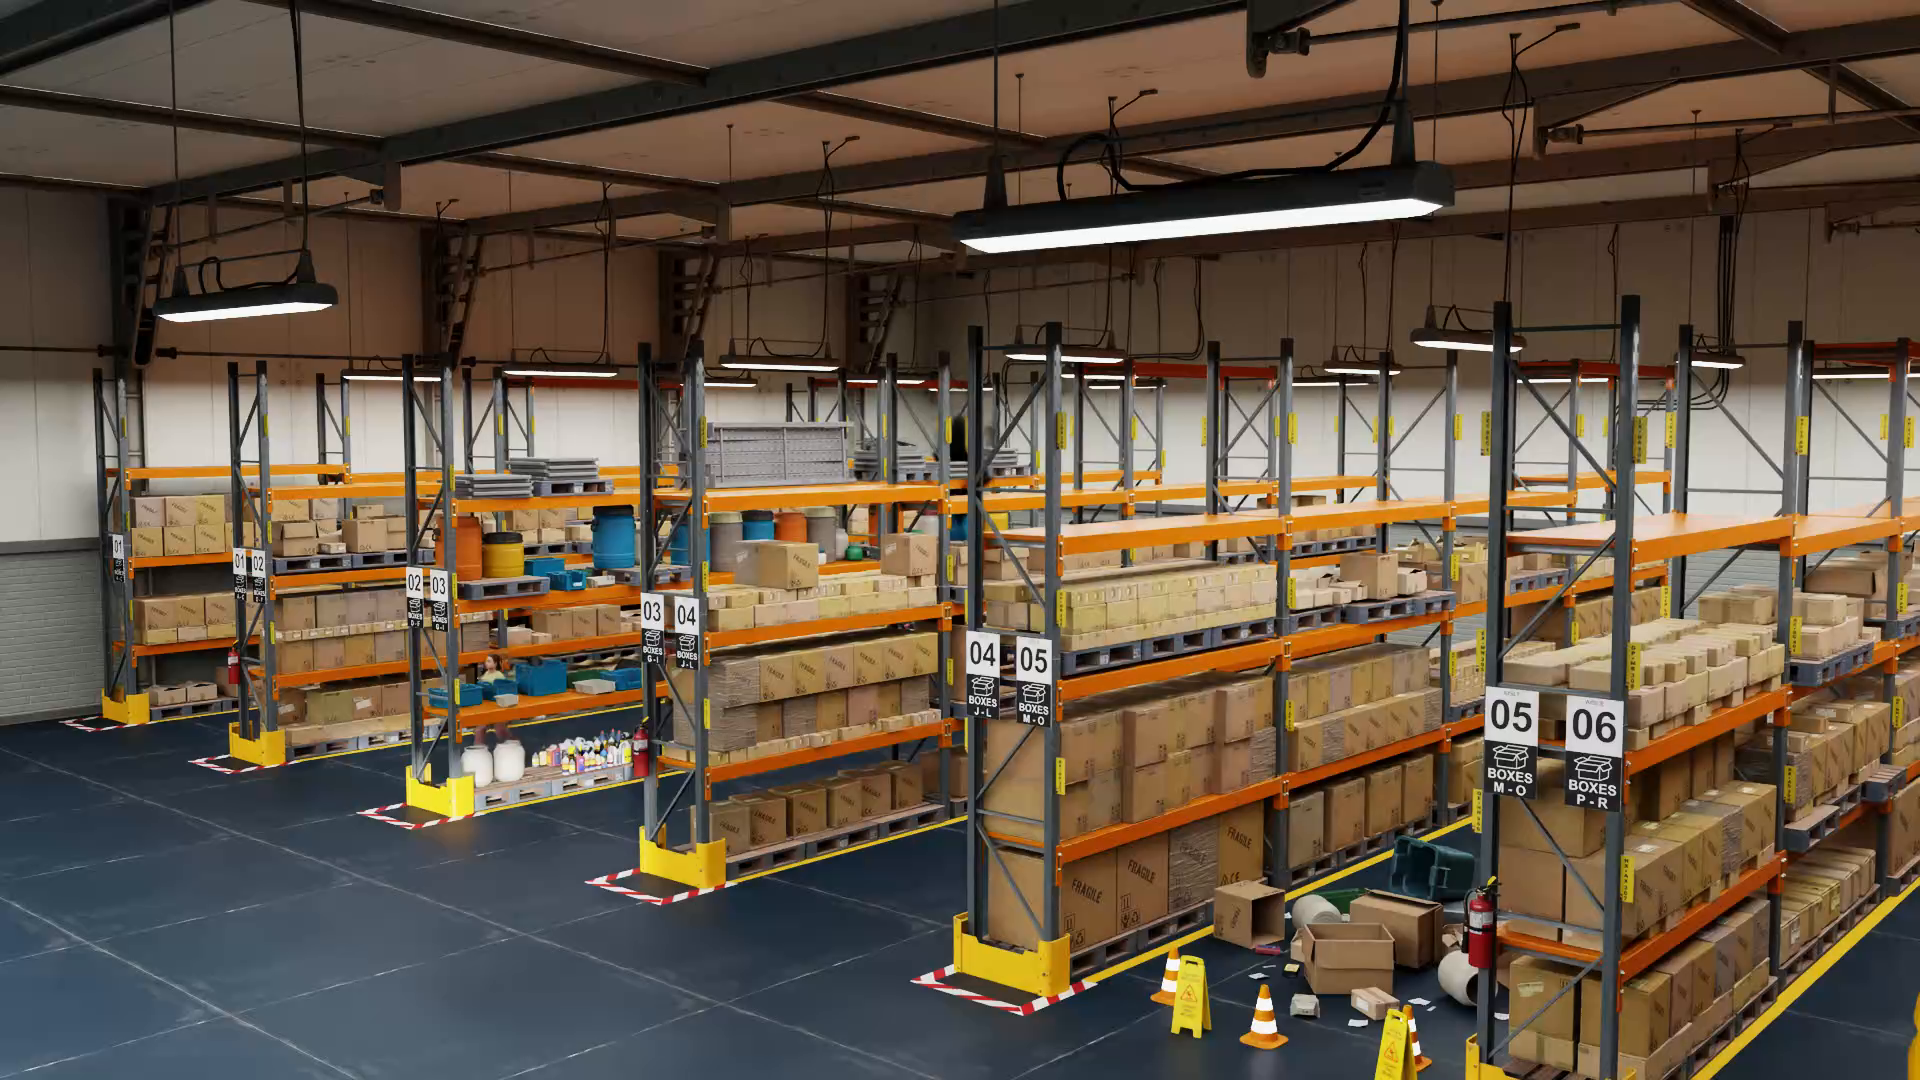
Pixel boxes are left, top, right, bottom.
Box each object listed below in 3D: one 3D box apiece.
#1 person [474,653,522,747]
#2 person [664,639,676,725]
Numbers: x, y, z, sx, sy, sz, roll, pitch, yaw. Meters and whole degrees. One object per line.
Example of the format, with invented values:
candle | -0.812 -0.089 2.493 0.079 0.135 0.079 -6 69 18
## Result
person | -6.901 2.498 24.568 0.573 1.659 0.964 3 5 31
person | -4.792 2.254 27.673 0.692 1.786 0.721 3 5 34
